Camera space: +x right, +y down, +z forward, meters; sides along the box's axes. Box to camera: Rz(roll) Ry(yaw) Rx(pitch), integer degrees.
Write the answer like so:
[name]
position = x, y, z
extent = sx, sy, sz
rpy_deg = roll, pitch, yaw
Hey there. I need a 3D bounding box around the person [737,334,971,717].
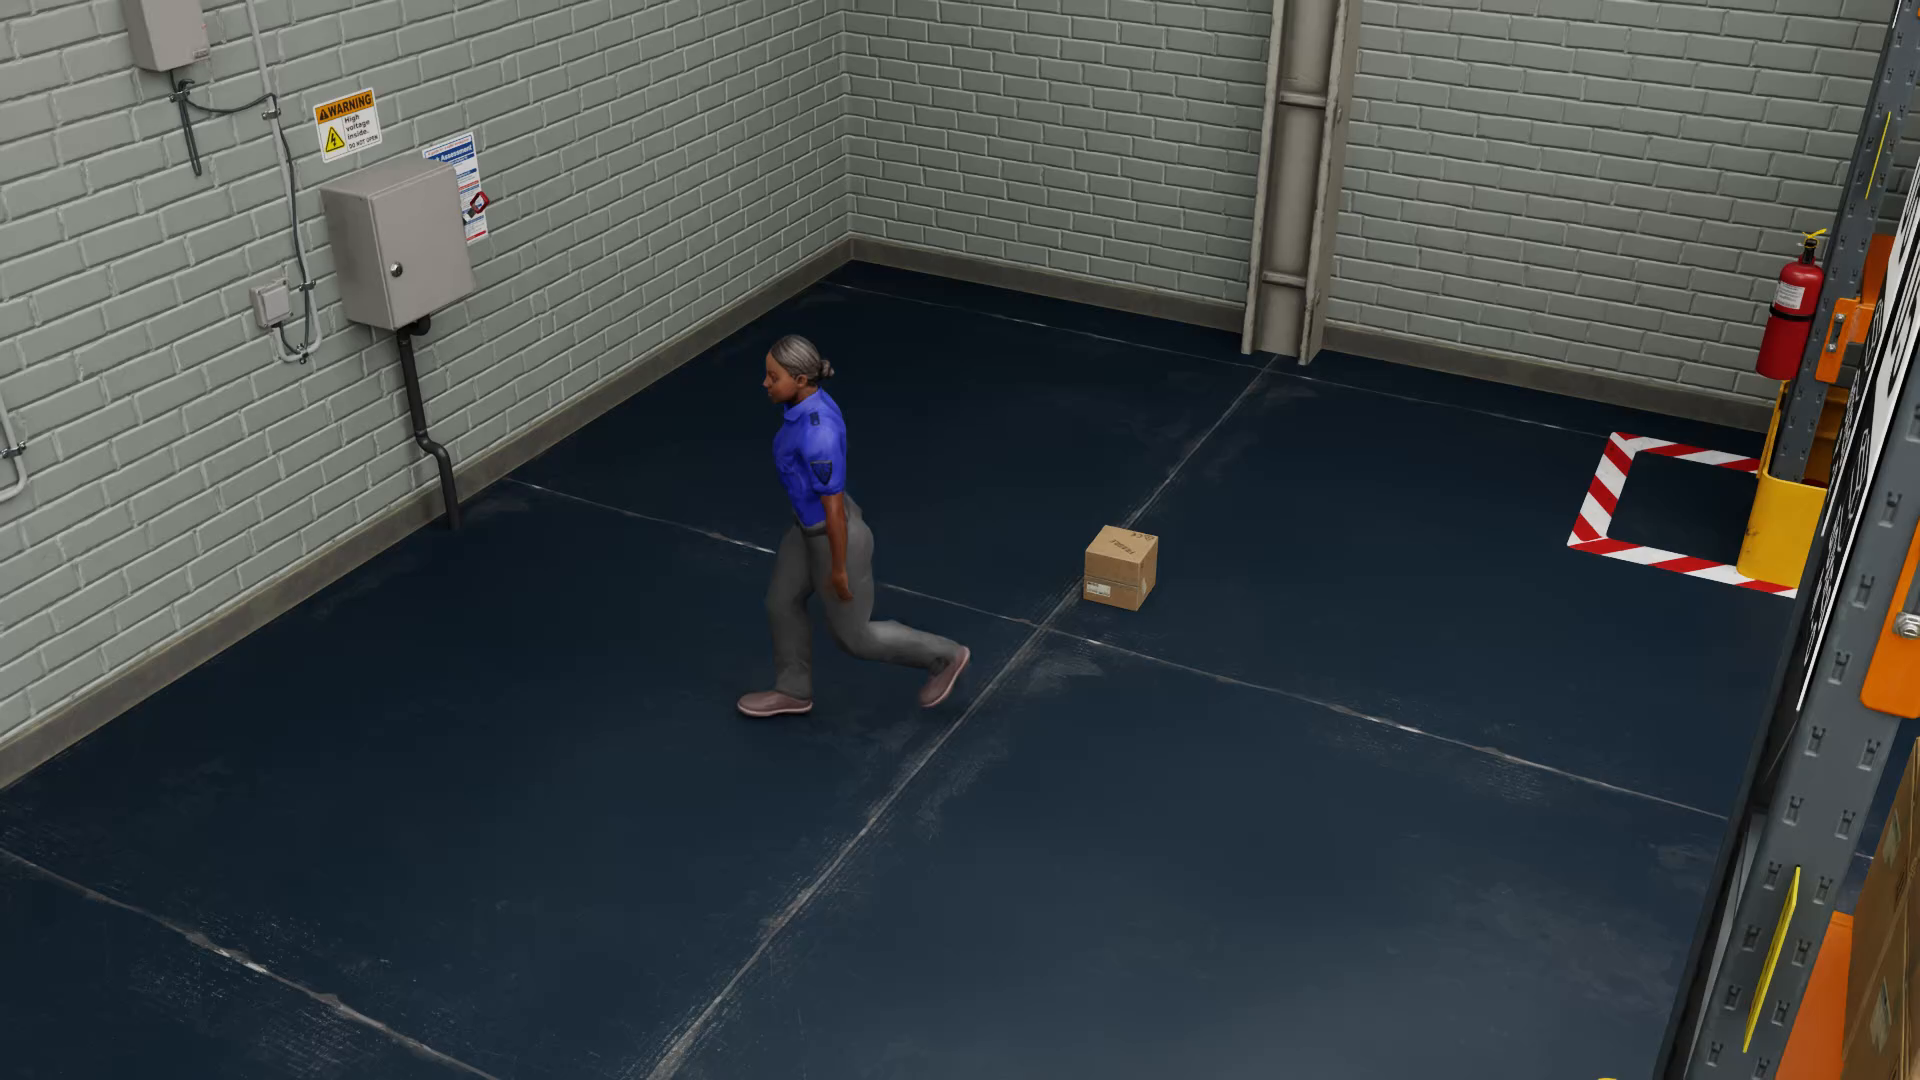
[person]
position = -0.414, -0.017, 6.165
extent = 0.903, 1.607, 0.454
rpy_deg = -7, 31, -12
